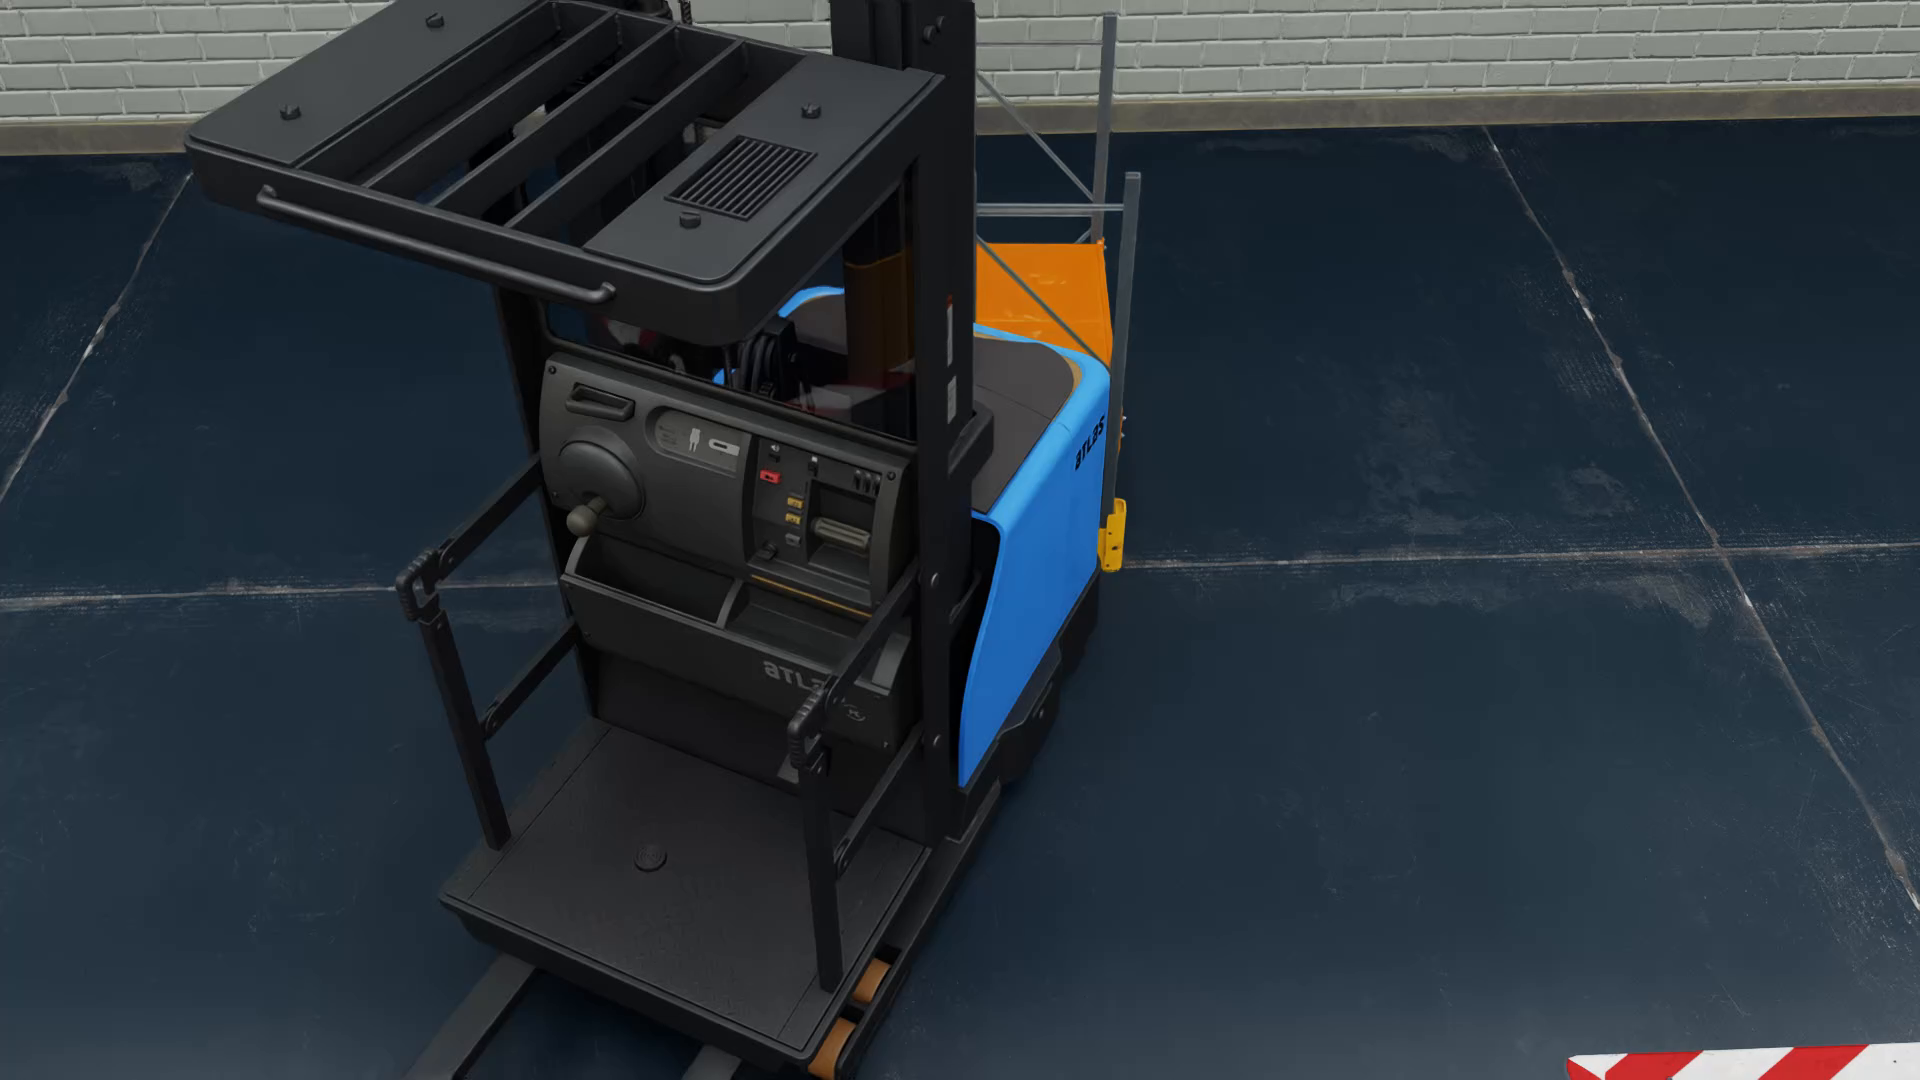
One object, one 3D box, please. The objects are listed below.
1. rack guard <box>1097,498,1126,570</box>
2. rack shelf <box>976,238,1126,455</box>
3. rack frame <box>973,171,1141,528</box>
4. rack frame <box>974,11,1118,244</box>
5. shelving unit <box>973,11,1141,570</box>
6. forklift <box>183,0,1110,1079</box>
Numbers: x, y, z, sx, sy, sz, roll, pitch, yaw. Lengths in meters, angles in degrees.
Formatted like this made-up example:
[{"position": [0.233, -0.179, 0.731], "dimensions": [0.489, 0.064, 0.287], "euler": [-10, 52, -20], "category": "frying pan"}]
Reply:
[{"position": [0.255, -0.020, 5.587], "dimensions": [0.587, 0.250, 0.087], "euler": [0, 43, 0], "category": "rack guard"}, {"position": [0.258, -0.679, 5.647], "dimensions": [0.538, 0.185, 1.000], "euler": [0, 43, 0], "category": "rack shelf"}, {"position": [0.255, -0.468, 5.150], "dimensions": [0.500, 1.500, 0.032], "euler": [0, 43, 0], "category": "rack frame"}, {"position": [0.260, -1.155, 5.900], "dimensions": [0.500, 1.500, 0.032], "euler": [0, 43, 0], "category": "rack frame"}, {"position": [0.258, -0.817, 5.532], "dimensions": [0.587, 1.500, 1.083], "euler": [0, 43, 0], "category": "shelving unit"}, {"position": [-0.646, -0.044, 3.629], "dimensions": [1.130, 2.935, 3.031], "euler": [18, 45, 18], "category": "forklift"}]
